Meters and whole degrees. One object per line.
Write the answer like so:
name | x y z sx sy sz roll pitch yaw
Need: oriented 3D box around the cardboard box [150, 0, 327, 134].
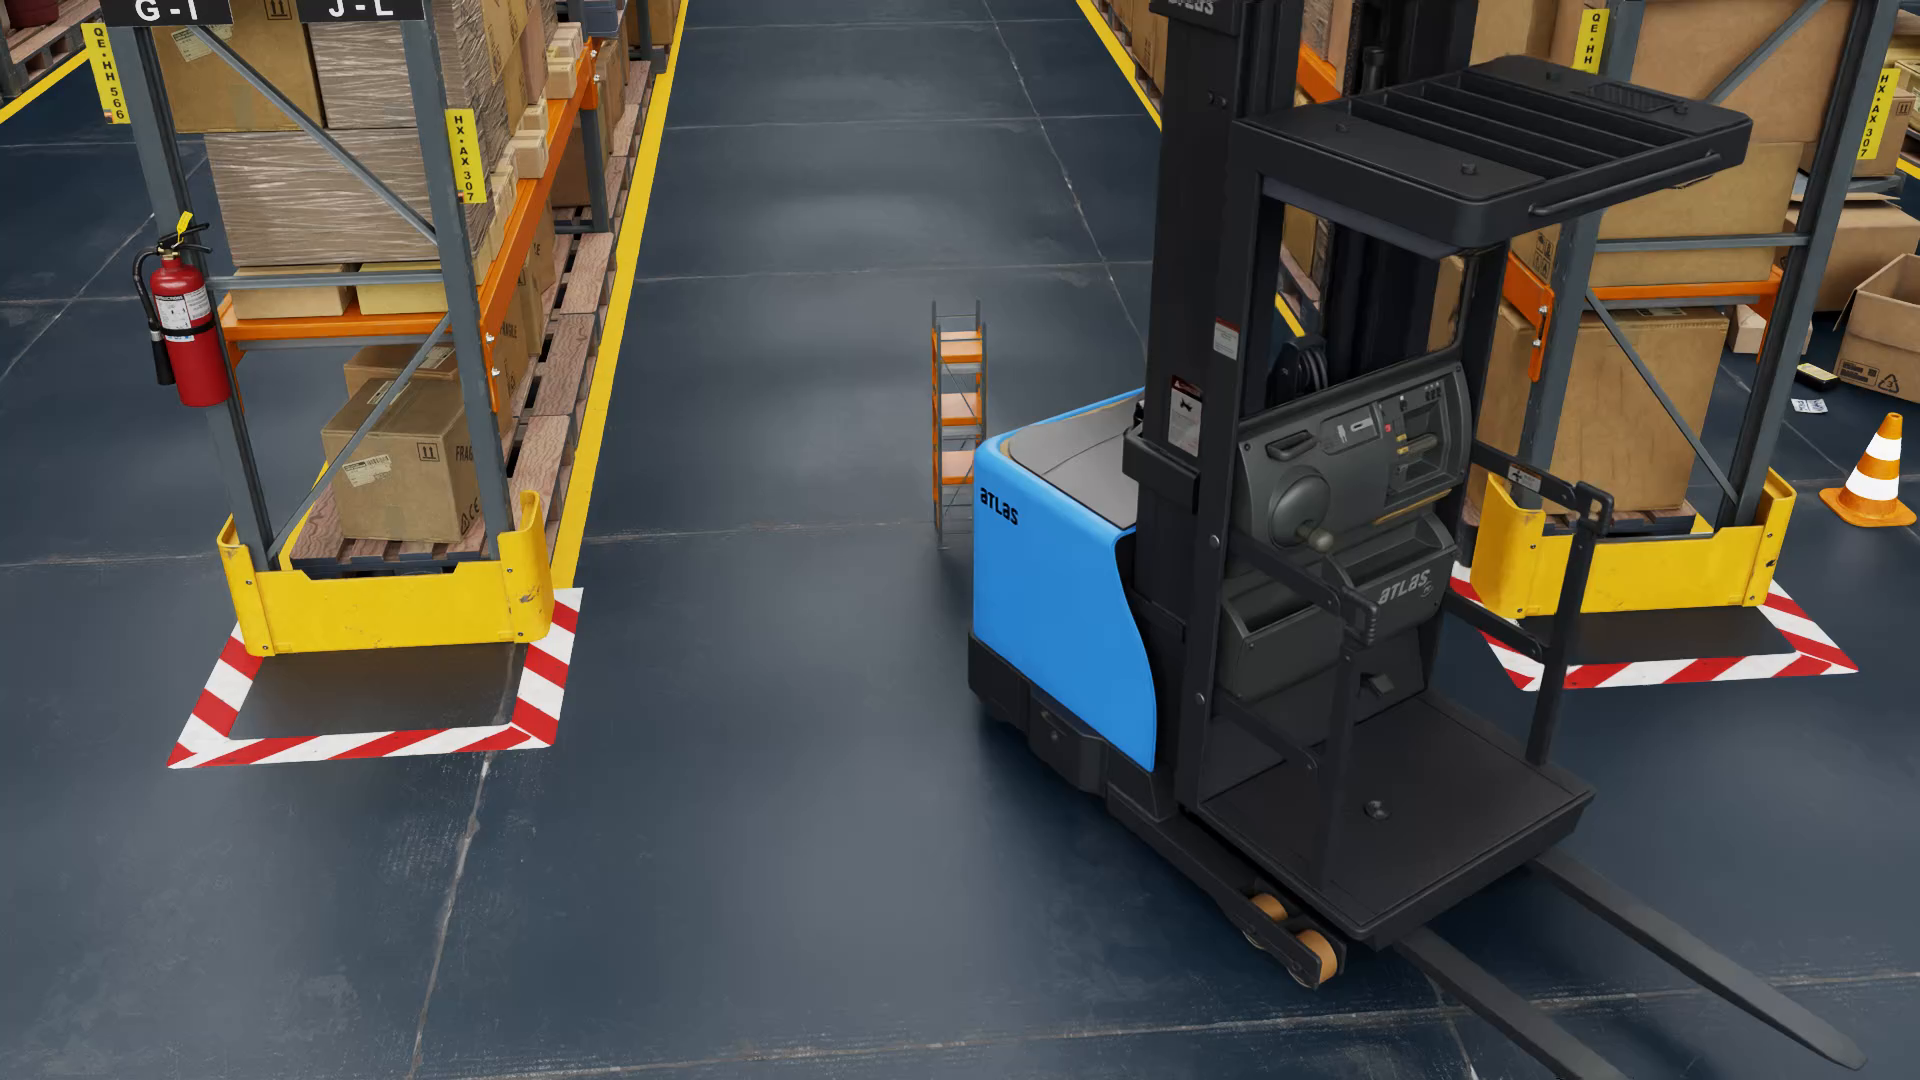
cardboard box | -2.524 -1.777 5.937 0.500 0.500 0.500 -3 31 -5

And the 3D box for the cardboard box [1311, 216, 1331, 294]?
cardboard box | 2.425 -1.620 8.699 0.875 0.875 0.875 -3 31 -4

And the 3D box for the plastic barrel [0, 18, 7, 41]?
plastic barrel | -7.968 -4.253 13.151 0.600 0.830 0.708 -3 31 -5

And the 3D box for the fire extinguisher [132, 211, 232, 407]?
fire extinguisher | -2.675 -0.794 5.730 0.296 0.674 0.183 -3 31 -5

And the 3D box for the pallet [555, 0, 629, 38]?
pallet | -2.527 -3.265 9.978 1.003 0.211 1.213 -3 31 -5

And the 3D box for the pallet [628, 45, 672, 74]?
pallet | -2.973 -4.201 14.078 1.003 0.211 1.213 -3 31 -5

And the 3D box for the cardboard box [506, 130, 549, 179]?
cardboard box | -2.059 -1.727 7.462 0.380 0.149 0.250 -3 31 -5

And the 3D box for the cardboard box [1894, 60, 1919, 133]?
cardboard box | 7.144 -3.112 11.687 0.950 0.372 0.625 -1 31 -1

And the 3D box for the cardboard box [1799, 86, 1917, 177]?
cardboard box | 5.497 -2.576 10.337 0.500 0.500 0.500 -3 31 -5

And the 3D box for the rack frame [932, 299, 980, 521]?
rack frame | -0.016 -0.540 7.131 0.200 1.050 0.008 -3 31 -5

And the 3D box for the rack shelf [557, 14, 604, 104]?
rack shelf | -2.787 -3.662 11.158 1.077 0.370 4.000 -3 31 -5

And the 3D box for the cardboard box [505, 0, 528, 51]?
cardboard box | -2.094 -2.312 6.834 0.500 0.500 0.500 -3 31 -5

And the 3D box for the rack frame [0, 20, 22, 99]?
rack frame | -7.905 -4.755 12.286 1.000 3.000 0.127 -3 31 -5

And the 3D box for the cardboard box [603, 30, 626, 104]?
cardboard box | -2.827 -3.484 12.167 0.700 0.500 0.500 -5 31 -9

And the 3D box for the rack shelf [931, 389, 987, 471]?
rack shelf | -0.005 -0.469 7.032 0.215 0.259 0.240 -3 31 -5

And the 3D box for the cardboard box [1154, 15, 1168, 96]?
cardboard box | 2.026 -3.631 12.189 1.050 0.750 0.750 -2 31 -4

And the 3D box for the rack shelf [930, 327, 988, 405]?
rack shelf | -0.005 -0.713 6.886 0.215 0.259 0.240 -3 31 -5

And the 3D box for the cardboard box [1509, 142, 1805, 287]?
cardboard box | 2.642 -1.346 6.431 0.875 0.550 0.550 -3 31 -5

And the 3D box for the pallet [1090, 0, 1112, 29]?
pallet | 1.791 -5.002 15.418 1.003 0.211 1.213 -3 31 -5

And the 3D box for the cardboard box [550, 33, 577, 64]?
cardboard box | -2.274 -2.618 8.954 0.380 0.149 0.250 -3 31 -5

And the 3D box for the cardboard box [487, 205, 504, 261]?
cardboard box | -2.028 -1.214 6.602 0.380 0.149 0.250 -3 31 -5

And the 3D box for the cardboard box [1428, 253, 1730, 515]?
cardboard box | 2.592 -0.705 7.168 0.875 0.875 0.875 -3 31 -4

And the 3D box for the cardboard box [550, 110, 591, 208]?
cardboard box | -2.636 -2.380 10.319 0.700 0.500 0.500 -5 31 -8

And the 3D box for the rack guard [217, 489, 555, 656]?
rack guard | -2.234 0.126 6.551 1.175 0.500 0.348 -3 31 -5

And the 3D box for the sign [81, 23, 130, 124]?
sign | -2.781 -1.524 5.439 0.100 0.325 0.005 -3 31 -5

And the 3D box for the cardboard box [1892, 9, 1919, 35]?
cardboard box | 7.013 -3.854 12.930 0.950 0.372 0.625 -3 31 -6

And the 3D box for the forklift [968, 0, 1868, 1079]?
forklift | 1.294 -0.200 4.727 1.130 2.935 3.031 -20 36 -30

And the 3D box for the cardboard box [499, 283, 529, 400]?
cardboard box | -2.398 -0.959 7.958 0.500 0.500 0.500 0 31 0

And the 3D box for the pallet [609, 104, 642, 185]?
pallet | -2.791 -2.775 11.689 1.003 0.211 1.213 -3 31 -5

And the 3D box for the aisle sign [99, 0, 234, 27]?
aisle sign | -2.519 -1.978 5.101 0.394 0.787 0.004 -3 31 -5

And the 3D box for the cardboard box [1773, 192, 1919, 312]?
cardboard box | 4.860 -1.622 9.342 0.797 0.637 0.503 -3 31 -5

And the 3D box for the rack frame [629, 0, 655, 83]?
rack frame | -2.974 -4.992 12.683 1.000 3.000 0.127 -3 31 -5

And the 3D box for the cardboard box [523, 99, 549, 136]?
cardboard box | -2.162 -1.980 7.885 0.380 0.149 0.250 -3 31 -5

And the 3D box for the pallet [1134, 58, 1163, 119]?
pallet | 1.972 -3.575 13.029 1.003 0.211 1.213 -3 31 -5

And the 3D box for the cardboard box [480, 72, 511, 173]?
cardboard box | -2.420 -1.868 7.064 0.875 0.500 0.500 -3 31 -5

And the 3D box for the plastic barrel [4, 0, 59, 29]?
plastic barrel | -8.073 -4.726 14.178 0.600 0.588 0.708 -3 31 -5

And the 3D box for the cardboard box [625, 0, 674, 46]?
cardboard box | -3.018 -4.614 13.712 1.225 0.875 0.875 -4 31 -7

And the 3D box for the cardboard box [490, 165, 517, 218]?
cardboard box | -2.089 -1.468 7.028 0.380 0.149 0.250 -3 31 -5

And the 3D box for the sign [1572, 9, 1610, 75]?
sign | 2.180 -1.674 5.767 0.100 0.325 0.005 -3 31 -5

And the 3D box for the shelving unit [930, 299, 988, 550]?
shelving unit | -0.005 -0.478 7.027 0.215 1.050 0.252 -3 31 -5

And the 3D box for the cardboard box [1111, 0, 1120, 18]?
cardboard box | 1.607 -4.874 14.513 0.500 0.500 0.500 -2 31 -3

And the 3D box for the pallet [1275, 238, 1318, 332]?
pallet | 2.341 -1.547 9.634 1.003 0.211 1.213 -3 31 -5

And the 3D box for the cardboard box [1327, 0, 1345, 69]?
cardboard box | 2.468 -2.733 8.754 0.875 0.550 0.550 -3 31 -5

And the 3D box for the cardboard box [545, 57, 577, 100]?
cardboard box | -2.176 -2.366 8.530 0.380 0.149 0.250 -3 31 -5

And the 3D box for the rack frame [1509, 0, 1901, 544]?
rack frame | 2.721 -1.094 6.156 1.000 3.000 0.127 -3 31 -5

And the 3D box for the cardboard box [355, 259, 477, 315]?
cardboard box | -2.016 -0.957 6.172 0.380 0.149 0.250 -3 31 -5

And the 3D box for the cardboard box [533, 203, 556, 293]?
cardboard box | -2.542 -1.559 8.963 0.500 0.500 0.500 7 32 11

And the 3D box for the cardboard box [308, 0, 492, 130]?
cardboard box | -2.006 -1.802 5.978 0.500 0.500 0.500 -3 31 -5

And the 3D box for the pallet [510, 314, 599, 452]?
pallet | -2.385 -0.787 8.362 1.003 0.211 1.213 -3 31 -5

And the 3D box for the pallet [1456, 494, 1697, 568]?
pallet | 2.569 -0.301 7.549 1.003 0.211 1.213 -3 31 -5

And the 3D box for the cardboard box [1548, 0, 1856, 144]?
cardboard box | 2.725 -1.813 6.161 0.875 0.550 0.550 -3 31 -5

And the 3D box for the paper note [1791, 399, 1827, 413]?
paper note | 4.269 -0.679 8.359 0.144 0.017 0.142 8 32 13

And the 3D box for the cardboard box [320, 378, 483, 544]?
cardboard box | -2.268 -0.335 6.913 0.500 0.500 0.500 3 31 5

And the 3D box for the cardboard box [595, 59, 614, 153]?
cardboard box | -2.715 -2.910 11.206 0.700 0.500 0.500 -5 31 -9

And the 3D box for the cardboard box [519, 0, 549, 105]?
cardboard box | -2.461 -2.381 7.923 0.875 0.500 0.500 -3 31 -5

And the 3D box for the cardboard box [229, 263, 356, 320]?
cardboard box | -2.459 -0.936 6.136 0.380 0.149 0.250 -3 31 -5

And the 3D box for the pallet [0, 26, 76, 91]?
pallet | -8.020 -3.958 13.671 1.003 0.211 1.213 -3 31 -5
